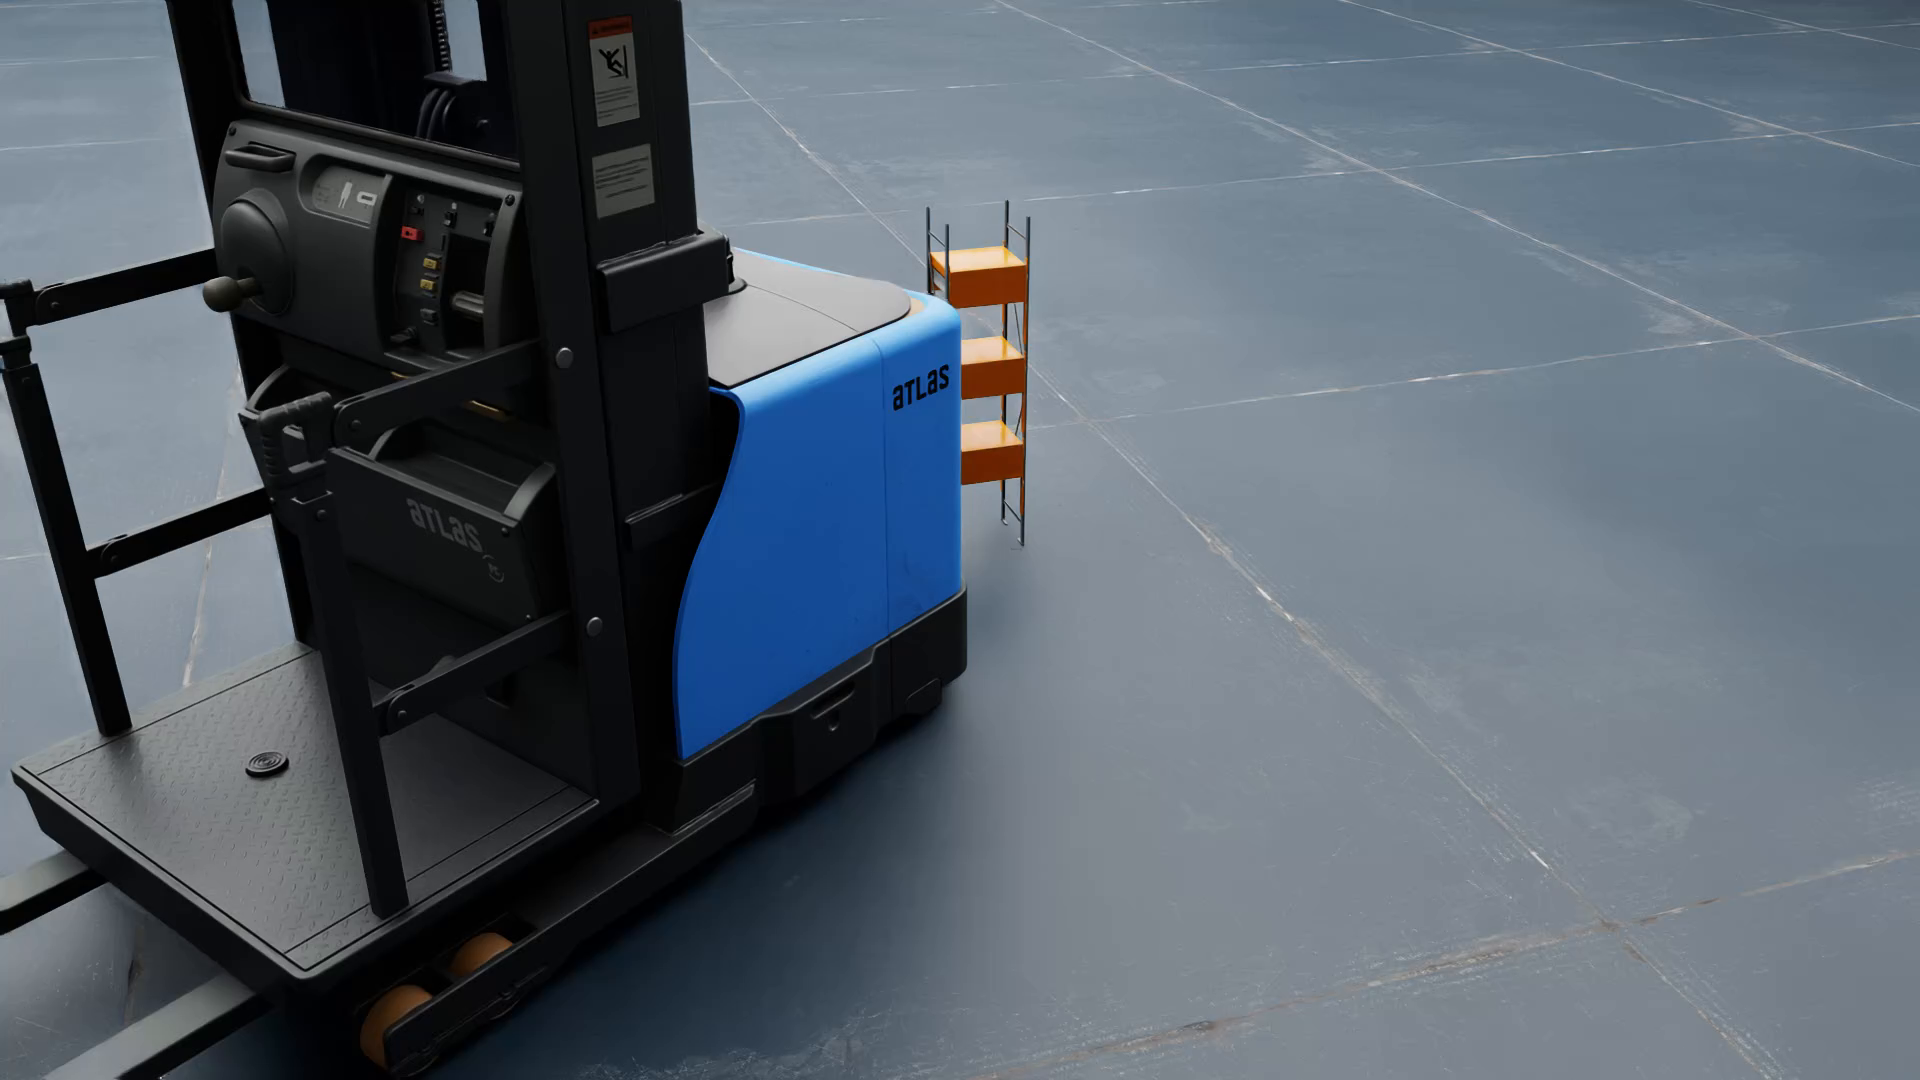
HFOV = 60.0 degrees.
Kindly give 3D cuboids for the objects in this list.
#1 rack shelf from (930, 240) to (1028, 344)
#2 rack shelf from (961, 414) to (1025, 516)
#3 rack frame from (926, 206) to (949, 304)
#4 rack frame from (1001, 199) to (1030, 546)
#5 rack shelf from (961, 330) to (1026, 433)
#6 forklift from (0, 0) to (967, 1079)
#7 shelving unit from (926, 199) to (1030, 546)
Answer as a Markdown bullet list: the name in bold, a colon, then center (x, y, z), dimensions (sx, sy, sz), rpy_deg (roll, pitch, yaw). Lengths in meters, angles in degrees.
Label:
- **rack shelf**: center (0.051, -0.722, 4.910), dimensions (0.240, 0.259, 0.215), rpy_deg (-8, 28, -16)
- **rack shelf**: center (0.051, -0.219, 5.160), dimensions (0.240, 0.259, 0.215), rpy_deg (-8, 28, -16)
- **rack frame**: center (-0.065, -0.461, 4.998), dimensions (0.008, 1.050, 0.200), rpy_deg (-8, 28, -16)
- **rack frame**: center (0.167, -0.494, 5.065), dimensions (0.008, 1.050, 0.200), rpy_deg (-8, 28, -16)
- **rack shelf**: center (0.051, -0.468, 5.036), dimensions (0.240, 0.259, 0.215), rpy_deg (-8, 28, -16)
- **forklift**: center (-1.280, -0.537, 3.035), dimensions (1.130, 2.935, 3.031), rpy_deg (19, 32, 33)
- **shelving unit**: center (0.051, -0.478, 5.031), dimensions (0.252, 1.050, 0.215), rpy_deg (-8, 28, -16)
